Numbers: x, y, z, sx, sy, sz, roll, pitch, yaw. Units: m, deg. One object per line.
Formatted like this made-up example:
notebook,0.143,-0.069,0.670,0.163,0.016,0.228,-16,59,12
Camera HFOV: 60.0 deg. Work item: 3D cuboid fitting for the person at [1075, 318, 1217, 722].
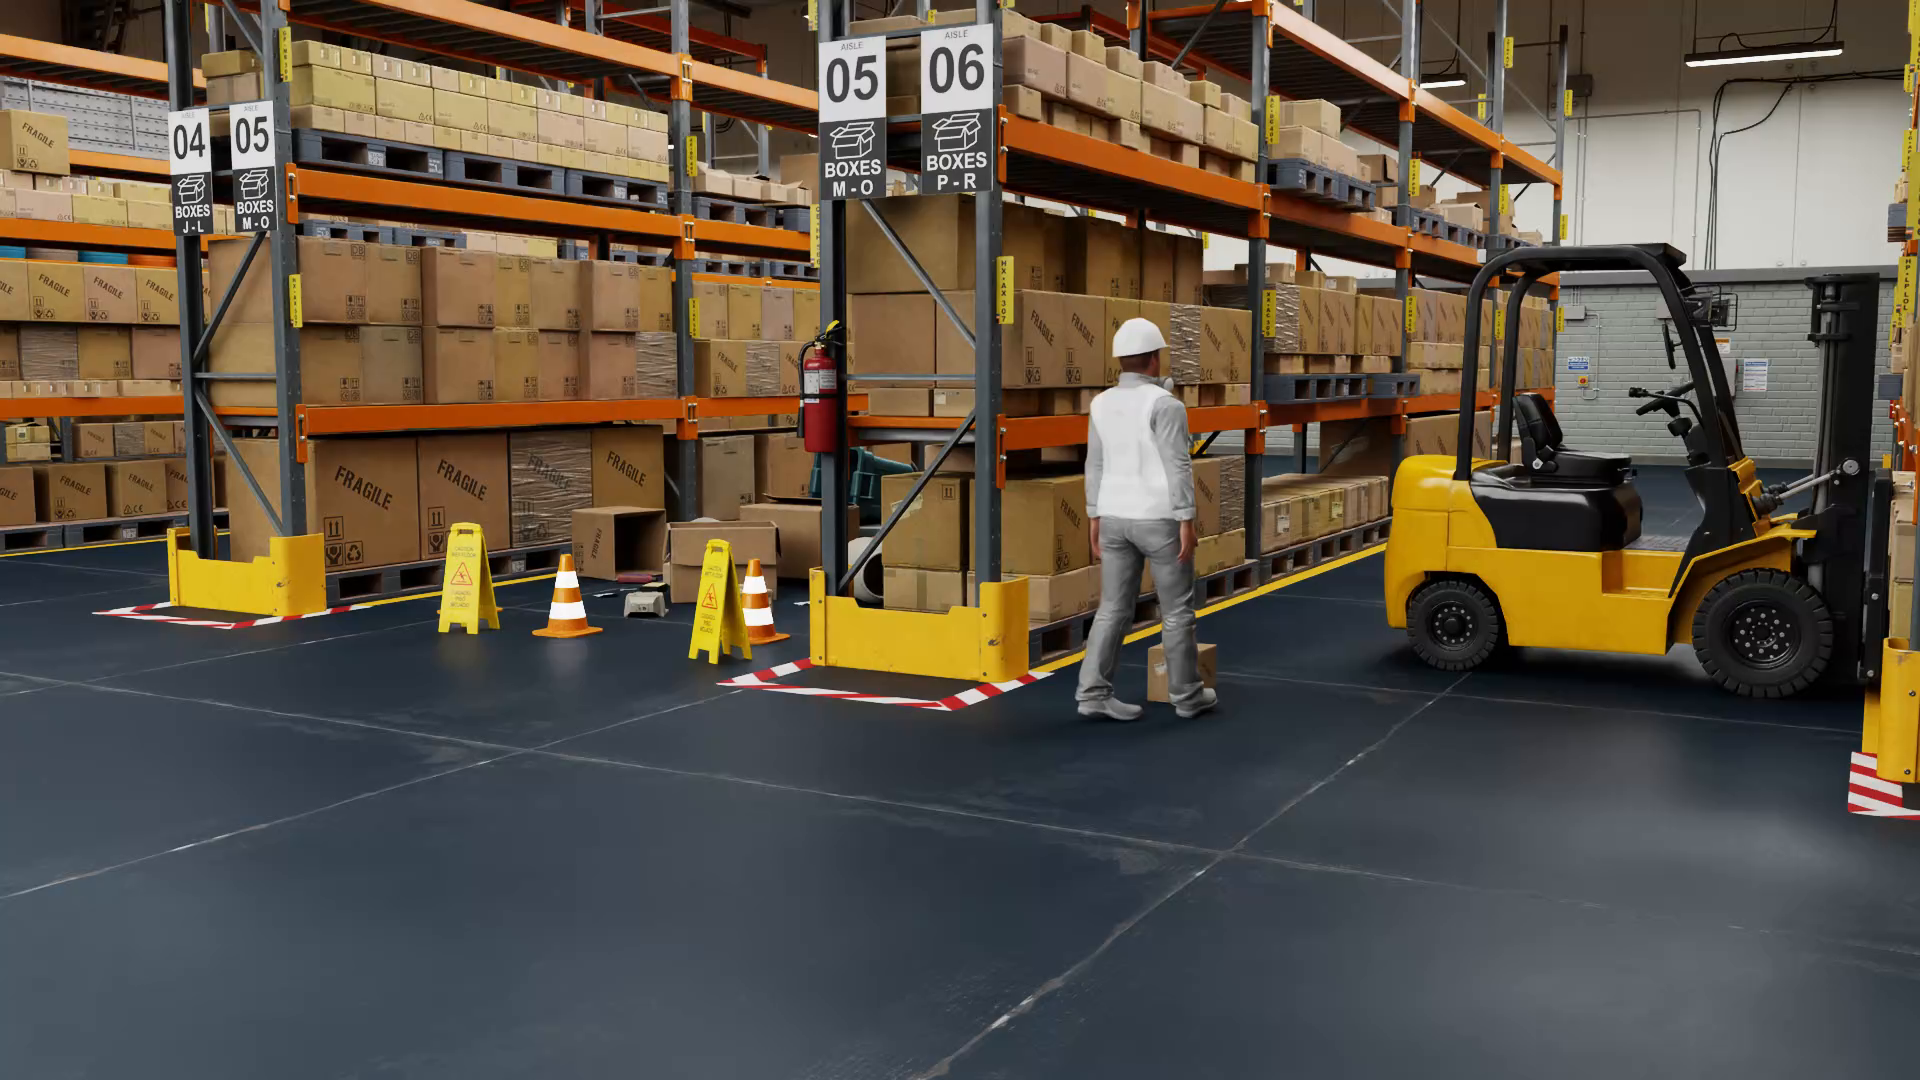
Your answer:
person,0.863,-0.089,7.370,0.686,1.773,0.574,-6,8,-45
